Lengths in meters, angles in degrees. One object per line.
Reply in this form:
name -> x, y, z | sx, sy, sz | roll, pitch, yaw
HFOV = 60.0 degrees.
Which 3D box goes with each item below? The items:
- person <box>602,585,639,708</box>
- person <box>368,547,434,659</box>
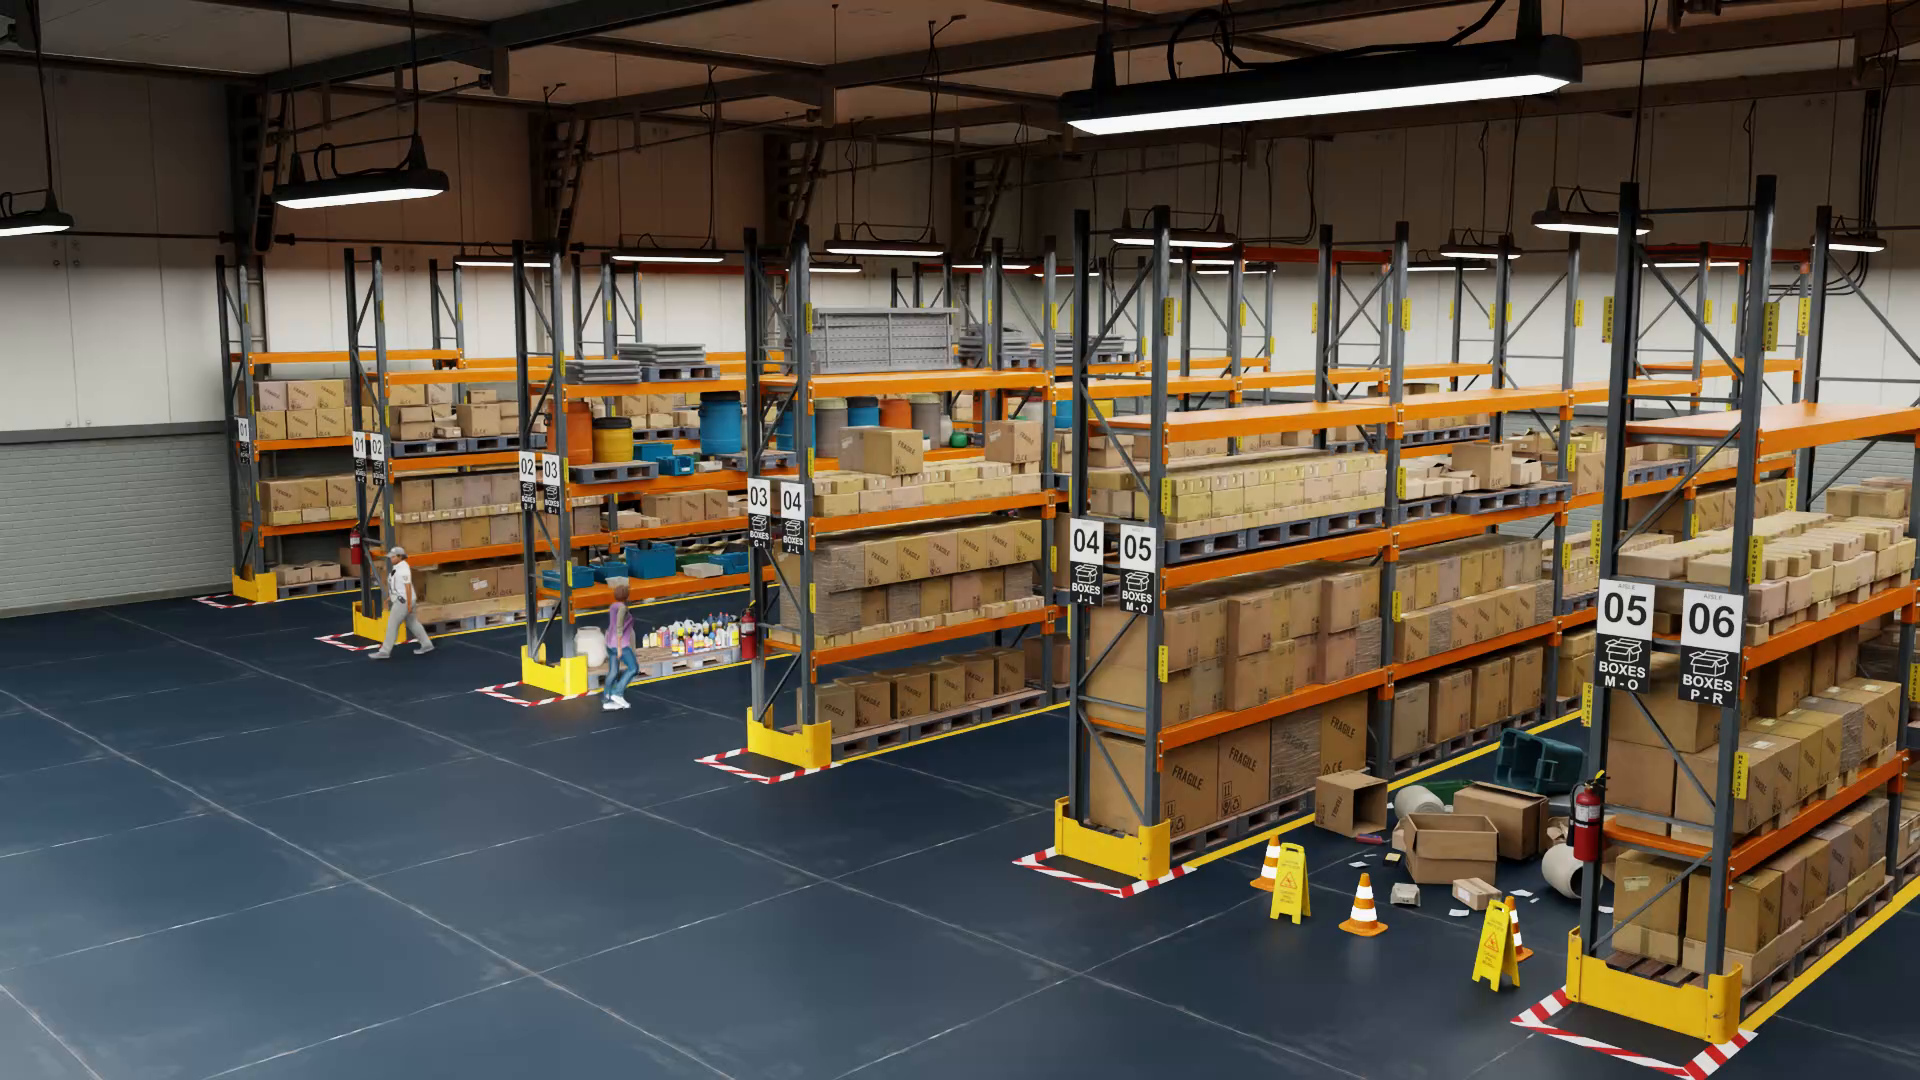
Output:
person -> -4.383, 1.368, 21.263 | 0.470, 1.581, 0.450 | -6, 10, -34
person -> -8.234, 0.903, 24.416 | 0.925, 1.627, 0.500 | -3, 9, -19
